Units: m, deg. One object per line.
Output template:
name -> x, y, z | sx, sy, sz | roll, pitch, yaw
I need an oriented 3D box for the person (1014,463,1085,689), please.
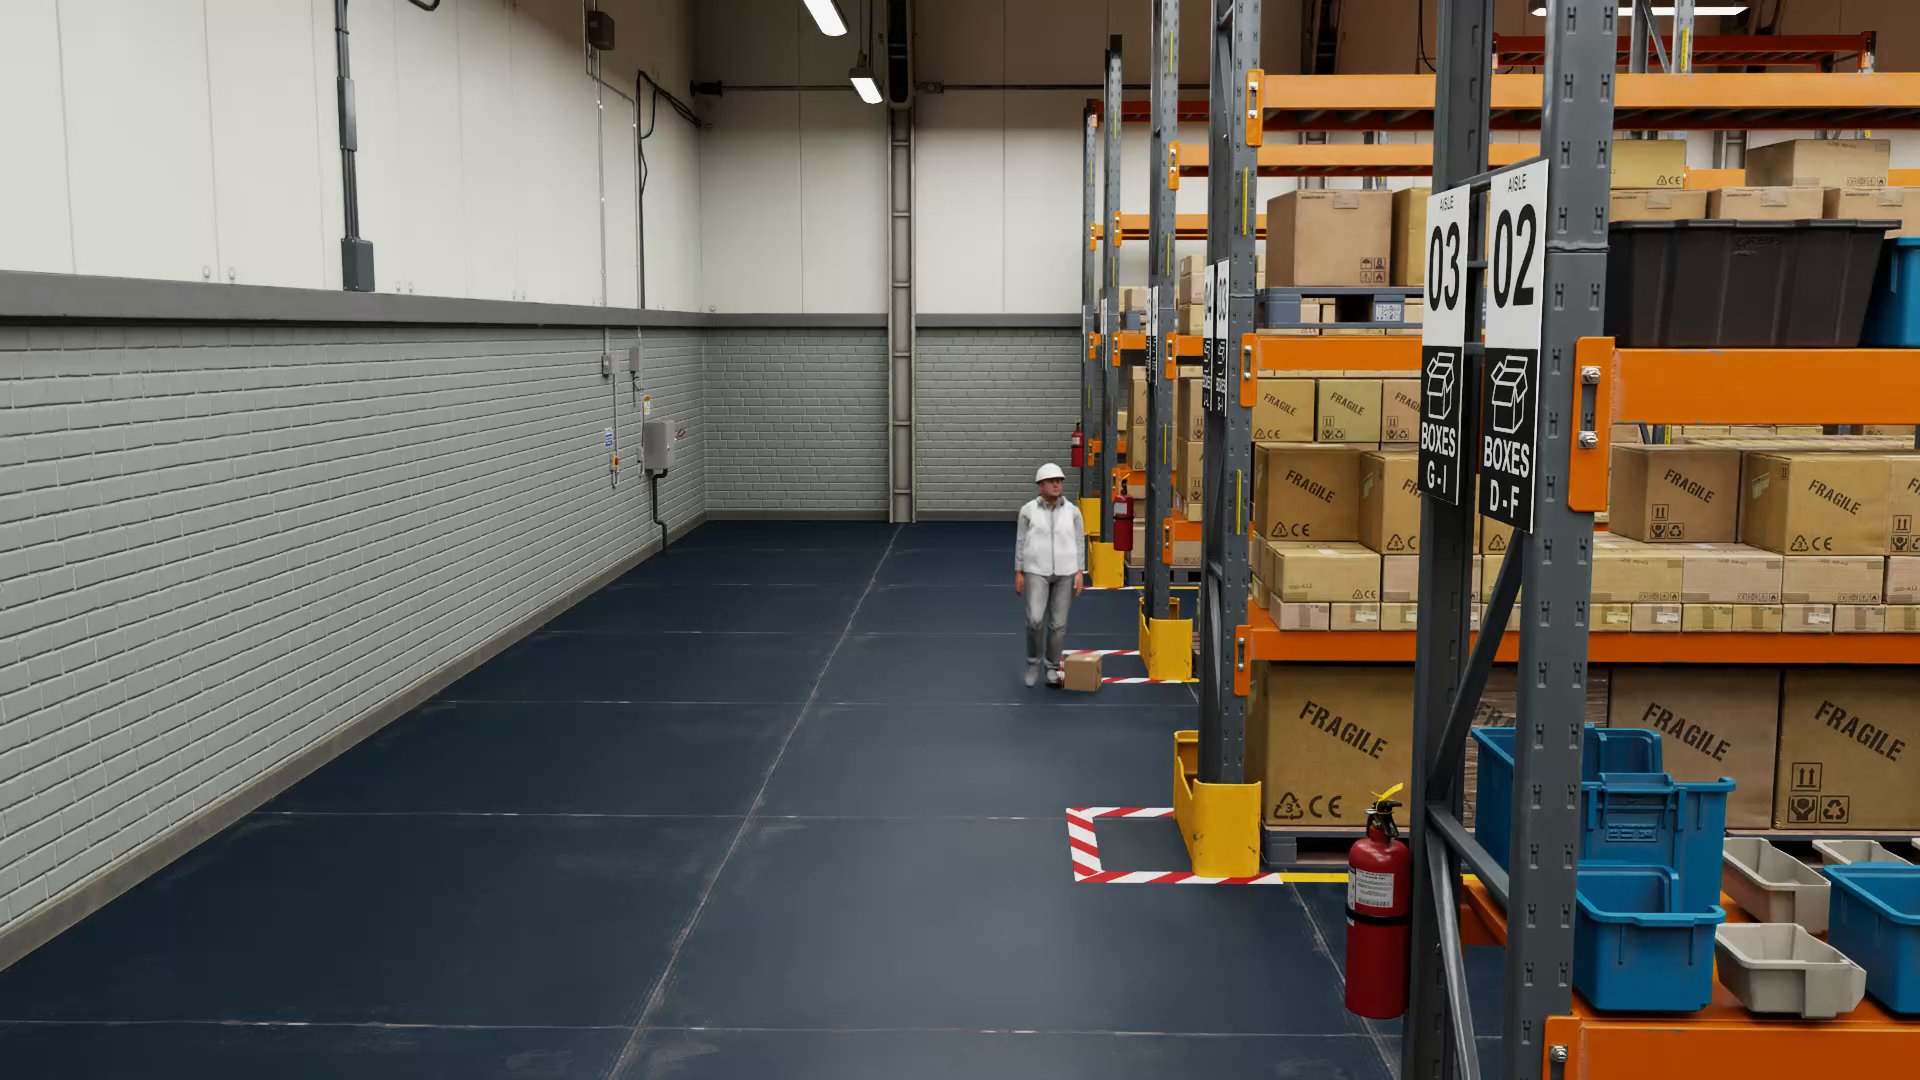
person -> 0.733, 0.291, 13.250 | 0.564, 1.794, 0.497 | -1, 7, -7
